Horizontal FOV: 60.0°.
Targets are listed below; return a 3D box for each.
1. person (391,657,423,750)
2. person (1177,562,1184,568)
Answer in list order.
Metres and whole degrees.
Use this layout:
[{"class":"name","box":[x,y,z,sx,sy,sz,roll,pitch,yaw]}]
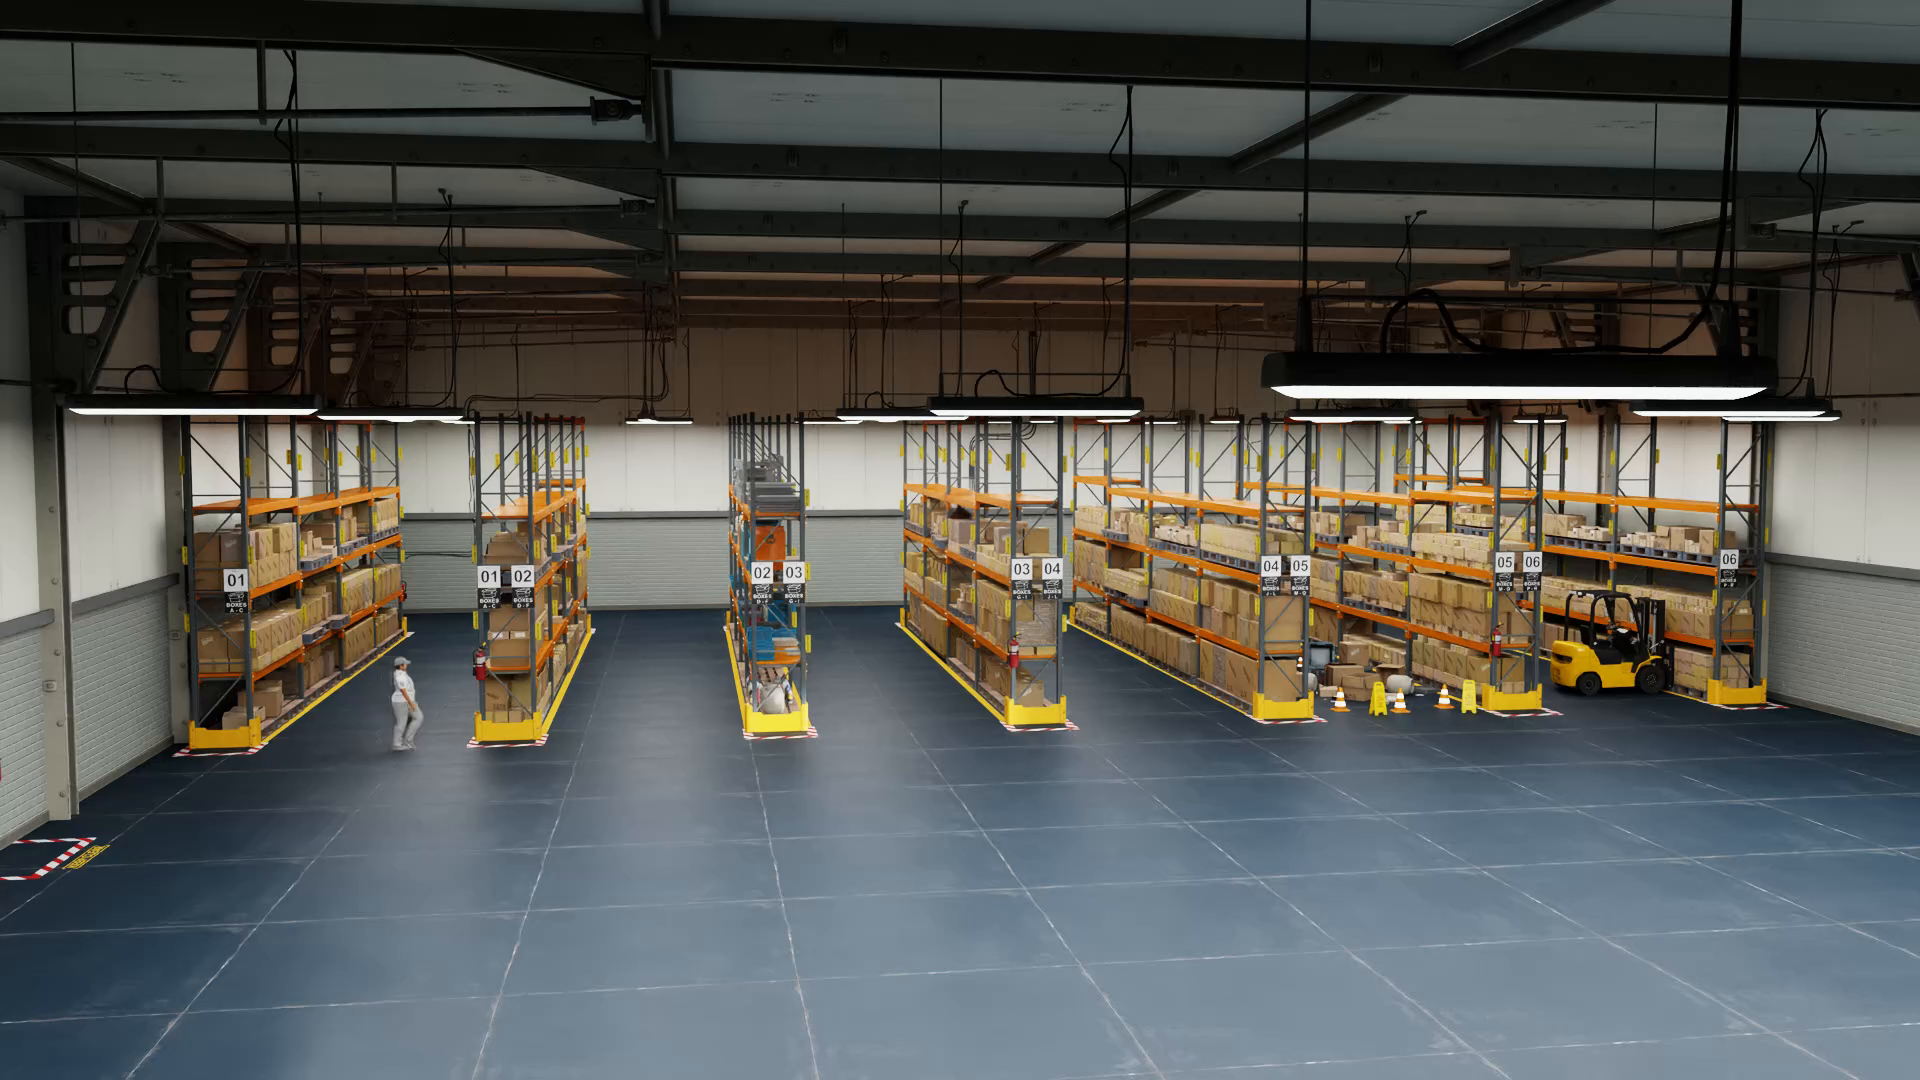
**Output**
[{"class":"person","box":[-9.792,2.898,29.360,0.495,1.686,0.492,0,4,3]},{"class":"person","box":[6.818,1.415,51.589,0.672,1.614,0.405,-2,4,-28]}]
